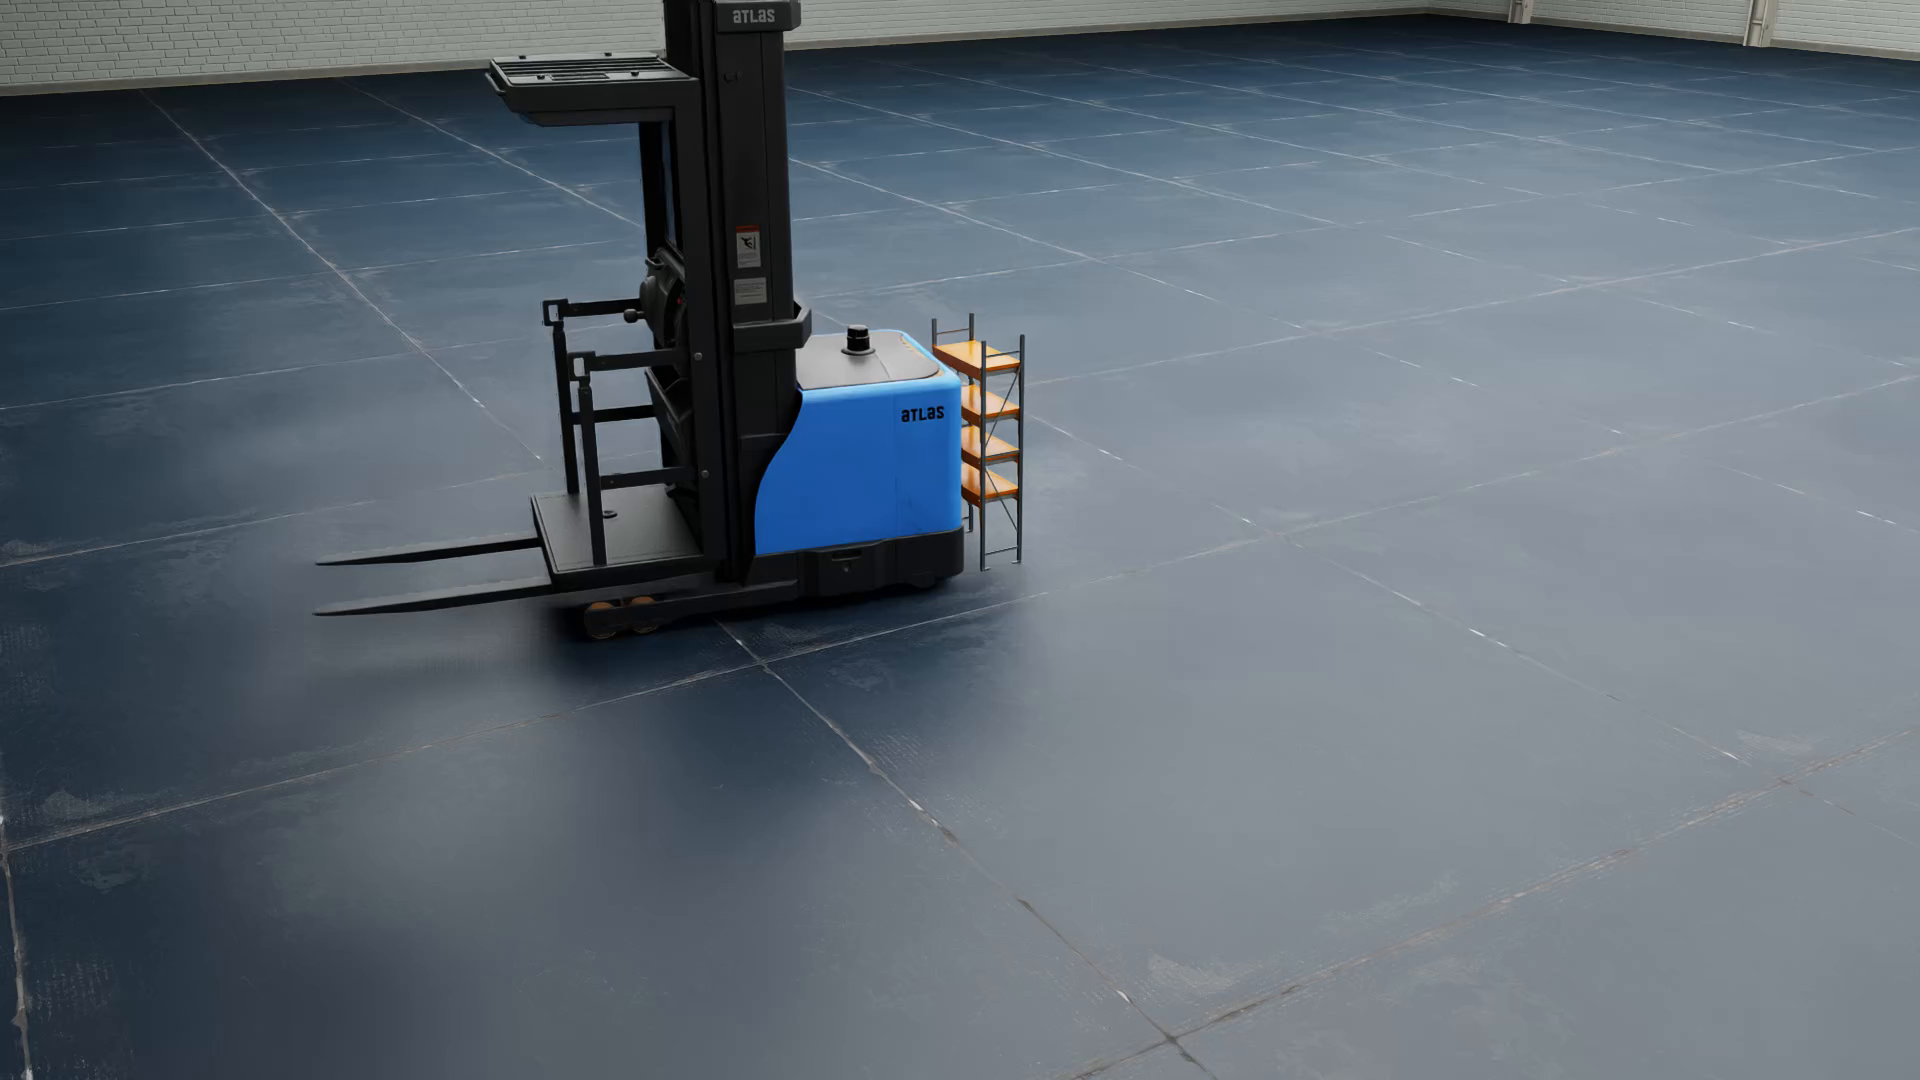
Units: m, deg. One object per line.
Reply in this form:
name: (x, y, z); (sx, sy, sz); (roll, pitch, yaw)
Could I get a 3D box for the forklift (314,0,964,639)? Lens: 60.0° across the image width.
forklift: (-1.554, -1.124, 7.686); (3.031, 2.935, 1.130); (-7, 23, -18)

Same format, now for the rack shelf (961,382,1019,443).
rack shelf: (0.087, -0.648, 8.396); (0.258, 0.148, 0.480); (-12, 25, -28)

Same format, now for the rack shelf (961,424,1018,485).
rack shelf: (0.087, -0.440, 8.480); (0.258, 0.148, 0.480); (-12, 25, -28)

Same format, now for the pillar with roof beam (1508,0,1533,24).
pillar with roof beam: (8.916, -15.008, 33.784); (9.100, 9.000, 0.400); (-13, 25, -28)

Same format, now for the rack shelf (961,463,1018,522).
rack shelf: (0.087, -0.256, 8.555); (0.258, 0.148, 0.480); (-12, 25, -28)

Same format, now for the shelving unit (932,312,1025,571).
shelving unit: (0.087, -0.503, 8.454); (0.258, 1.200, 0.503); (-12, 25, -28)

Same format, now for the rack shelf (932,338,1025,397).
rack shelf: (0.087, -0.867, 8.307); (0.258, 0.148, 0.480); (-12, 25, -28)

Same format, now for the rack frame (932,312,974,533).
rack frame: (-0.035, -0.582, 8.650); (0.240, 1.200, 0.015); (-12, 25, -28)

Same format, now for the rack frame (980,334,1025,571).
rack frame: (0.209, -0.423, 8.259); (0.240, 1.200, 0.015); (-12, 25, -28)

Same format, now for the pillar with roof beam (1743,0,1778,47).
pillar with roof beam: (11.981, -13.065, 29.005); (9.100, 9.000, 0.400); (-13, 25, -28)
